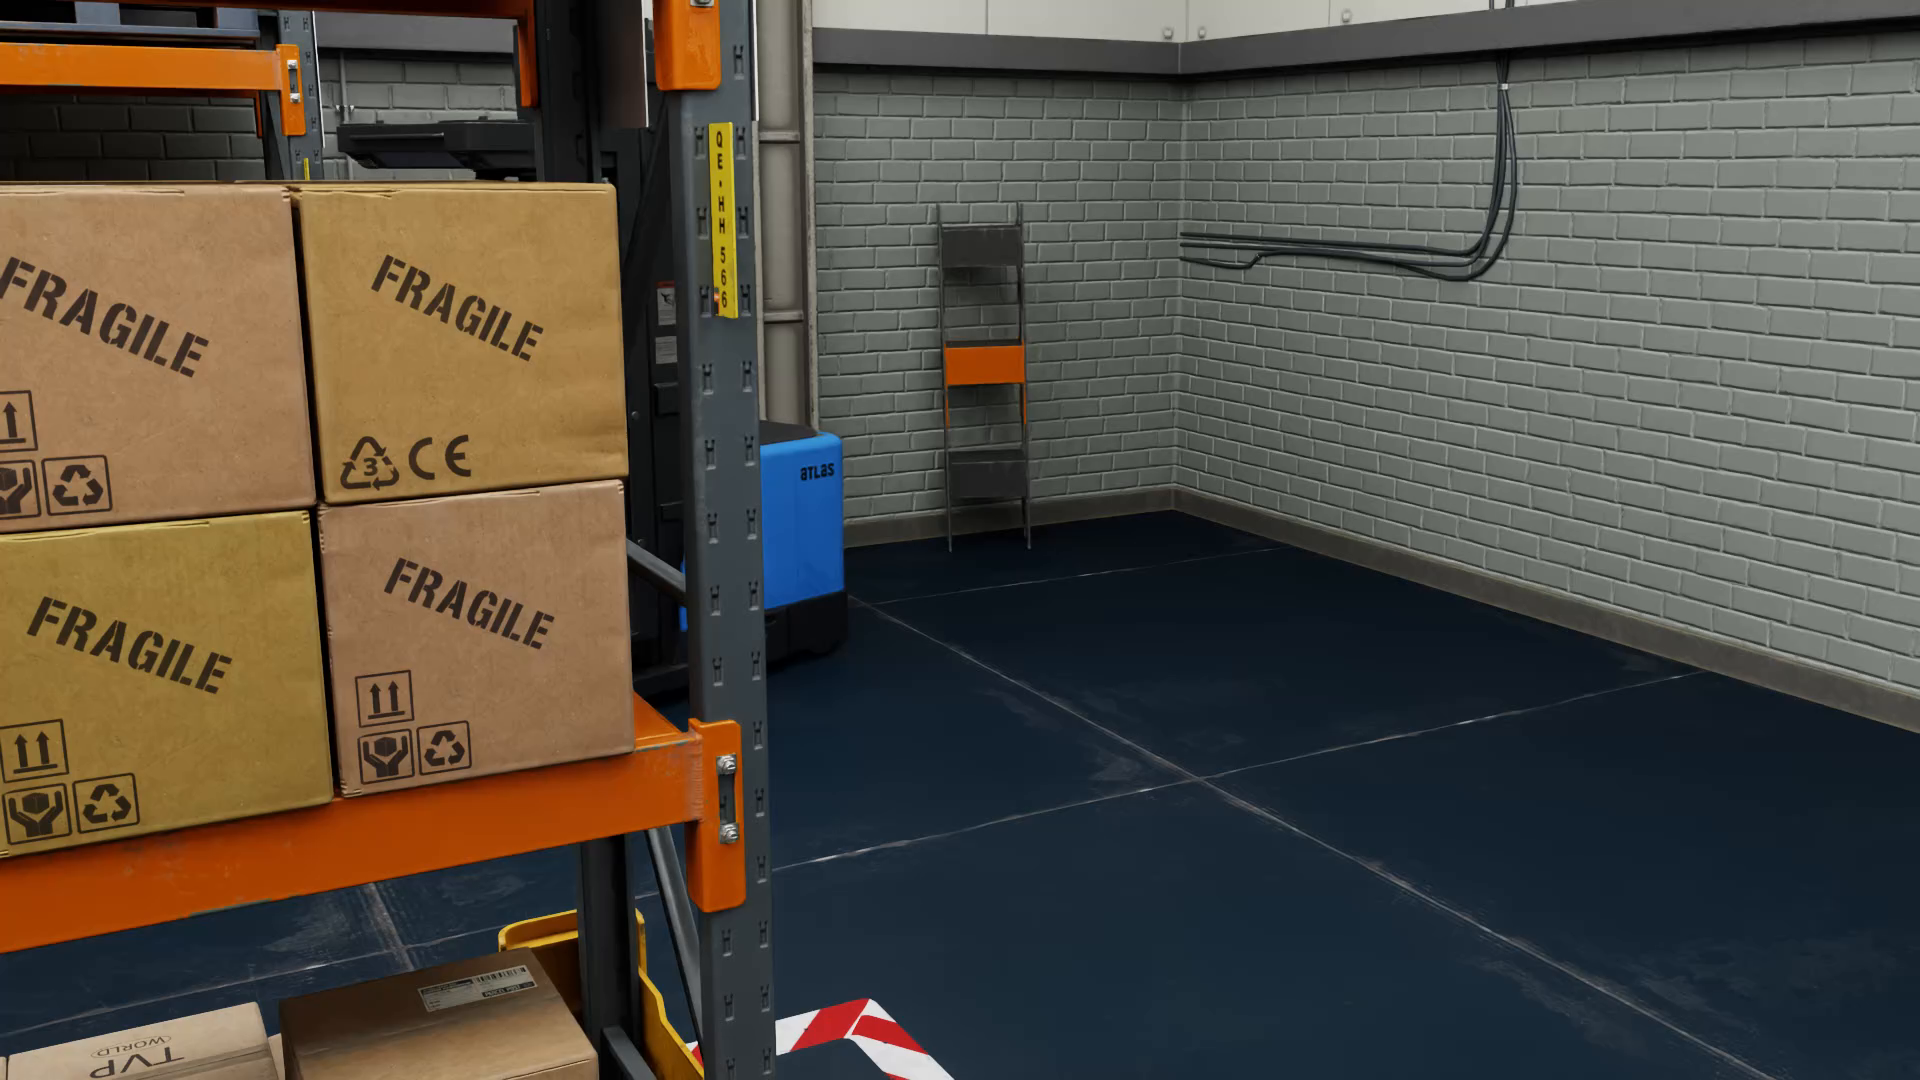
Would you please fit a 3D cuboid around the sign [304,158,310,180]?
[{"bbox_3d":[-2.782,-1.464,7.104,0.005,0.325,0.100,-7,14,-28],"label":"sign"}]

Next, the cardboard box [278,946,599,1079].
[{"bbox_3d":[-1.012,1.175,3.249,0.500,0.500,0.500,-7,14,-28],"label":"cardboard box"}]

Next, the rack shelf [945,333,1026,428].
[{"bbox_3d":[0.148,-0.987,10.234,0.480,0.518,0.431,-2,13,-1],"label":"rack shelf"}]

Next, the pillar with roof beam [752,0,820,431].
[{"bbox_3d":[0.988,-3.437,5.386,0.400,9.000,9.100,-7,14,-28],"label":"pillar with roof beam"}]

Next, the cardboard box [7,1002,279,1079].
[{"bbox_3d":[-1.705,1.247,3.497,0.500,0.250,0.500,-7,14,-28],"label":"cardboard box"}]

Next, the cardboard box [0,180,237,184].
[{"bbox_3d":[-1.624,-0.419,3.135,0.500,0.500,0.500,-7,14,-27],"label":"cardboard box"}]

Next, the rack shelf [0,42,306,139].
[{"bbox_3d":[-4.785,-1.791,6.543,4.000,0.370,1.077,-7,14,-28],"label":"rack shelf"}]

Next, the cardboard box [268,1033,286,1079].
[{"bbox_3d":[-1.404,1.237,3.733,0.250,0.166,0.380,-7,14,-28],"label":"cardboard box"}]

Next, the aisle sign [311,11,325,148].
[{"bbox_3d":[-2.823,-2.107,7.220,0.004,0.787,0.394,-7,14,-28],"label":"aisle sign"}]

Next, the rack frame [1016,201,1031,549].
[{"bbox_3d":[0.392,-1.009,10.236,0.015,2.100,0.400,-2,13,-1],"label":"rack frame"}]

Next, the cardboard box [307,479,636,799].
[{"bbox_3d":[-0.916,0.116,3.035,0.500,0.500,0.500,-6,14,-26],"label":"cardboard box"}]

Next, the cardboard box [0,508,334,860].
[{"bbox_3d":[-1.369,0.171,2.789,0.500,0.500,0.500,-7,14,-27],"label":"cardboard box"}]

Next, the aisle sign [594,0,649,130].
[{"bbox_3d":[-0.734,-1.267,3.486,0.004,0.787,0.394,-7,14,-28],"label":"aisle sign"}]

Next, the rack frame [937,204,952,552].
[{"bbox_3d":[-0.096,-0.991,10.225,0.015,2.100,0.400,-2,13,-1],"label":"rack frame"}]

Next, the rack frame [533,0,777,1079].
[{"bbox_3d":[-0.654,0.064,3.491,0.053,2.616,0.949,-7,14,-28],"label":"rack frame"}]

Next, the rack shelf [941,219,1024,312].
[{"bbox_3d":[0.127,-1.668,10.076,0.480,0.518,0.431,-2,13,-1],"label":"rack shelf"}]

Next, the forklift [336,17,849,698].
[{"bbox_3d":[-1.921,-0.726,7.159,1.130,2.935,3.031,12,17,42],"label":"forklift"}]

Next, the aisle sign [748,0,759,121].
[{"bbox_3d":[-0.446,-1.151,2.972,0.004,0.787,0.394,-7,14,-28],"label":"aisle sign"}]

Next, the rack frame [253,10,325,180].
[{"bbox_3d":[-3.030,-0.889,7.728,0.127,3.000,1.000,-7,14,-28],"label":"rack frame"}]

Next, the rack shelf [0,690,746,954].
[{"bbox_3d":[-2.408,0.626,2.632,4.000,0.370,1.077,-7,14,-28],"label":"rack shelf"}]

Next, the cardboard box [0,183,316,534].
[{"bbox_3d":[-1.355,-0.318,2.687,0.500,0.500,0.500,-6,14,-26],"label":"cardboard box"}]

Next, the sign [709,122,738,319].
[{"bbox_3d":[-0.405,-0.545,2.842,0.005,0.325,0.100,-7,14,-28],"label":"sign"}]

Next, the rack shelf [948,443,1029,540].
[{"bbox_3d":[0.170,-0.305,10.392,0.480,0.518,0.431,-2,13,-1],"label":"rack shelf"}]

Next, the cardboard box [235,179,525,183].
[{"bbox_3d":[-1.169,-0.476,3.386,0.500,0.500,0.500,-6,14,-26],"label":"cardboard box"}]

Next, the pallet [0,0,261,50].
[{"bbox_3d":[-3.676,-2.229,7.053,1.213,0.211,1.003,-7,14,-28],"label":"pallet"}]

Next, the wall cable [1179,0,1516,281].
[{"bbox_3d":[2.106,-2.827,9.748,0.112,2.526,3.097,-7,14,-28],"label":"wall cable"}]

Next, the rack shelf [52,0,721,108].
[{"bbox_3d":[-2.408,-0.837,2.303,4.000,0.370,1.077,-7,14,-28],"label":"rack shelf"}]

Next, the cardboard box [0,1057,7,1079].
[{"bbox_3d":[-2.144,1.300,3.263,0.500,0.250,0.500,-7,14,-28],"label":"cardboard box"}]

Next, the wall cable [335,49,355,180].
[{"bbox_3d":[-2.359,-1.702,9.025,1.851,1.984,0.084,-7,14,-28],"label":"wall cable"}]

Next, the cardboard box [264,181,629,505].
[{"bbox_3d":[-0.912,-0.372,2.924,0.500,0.500,0.500,-7,14,-28],"label":"cardboard box"}]

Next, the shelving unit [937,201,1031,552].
[{"bbox_3d":[0.148,-1.000,10.231,0.503,2.100,0.431,-2,13,-1],"label":"shelving unit"}]

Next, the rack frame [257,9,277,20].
[{"bbox_3d":[-3.030,-3.816,7.070,0.127,3.000,1.000,-7,14,-28],"label":"rack frame"}]

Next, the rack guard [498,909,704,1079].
[{"bbox_3d":[-0.720,1.293,3.727,0.348,0.500,1.175,-7,14,-28],"label":"rack guard"}]
